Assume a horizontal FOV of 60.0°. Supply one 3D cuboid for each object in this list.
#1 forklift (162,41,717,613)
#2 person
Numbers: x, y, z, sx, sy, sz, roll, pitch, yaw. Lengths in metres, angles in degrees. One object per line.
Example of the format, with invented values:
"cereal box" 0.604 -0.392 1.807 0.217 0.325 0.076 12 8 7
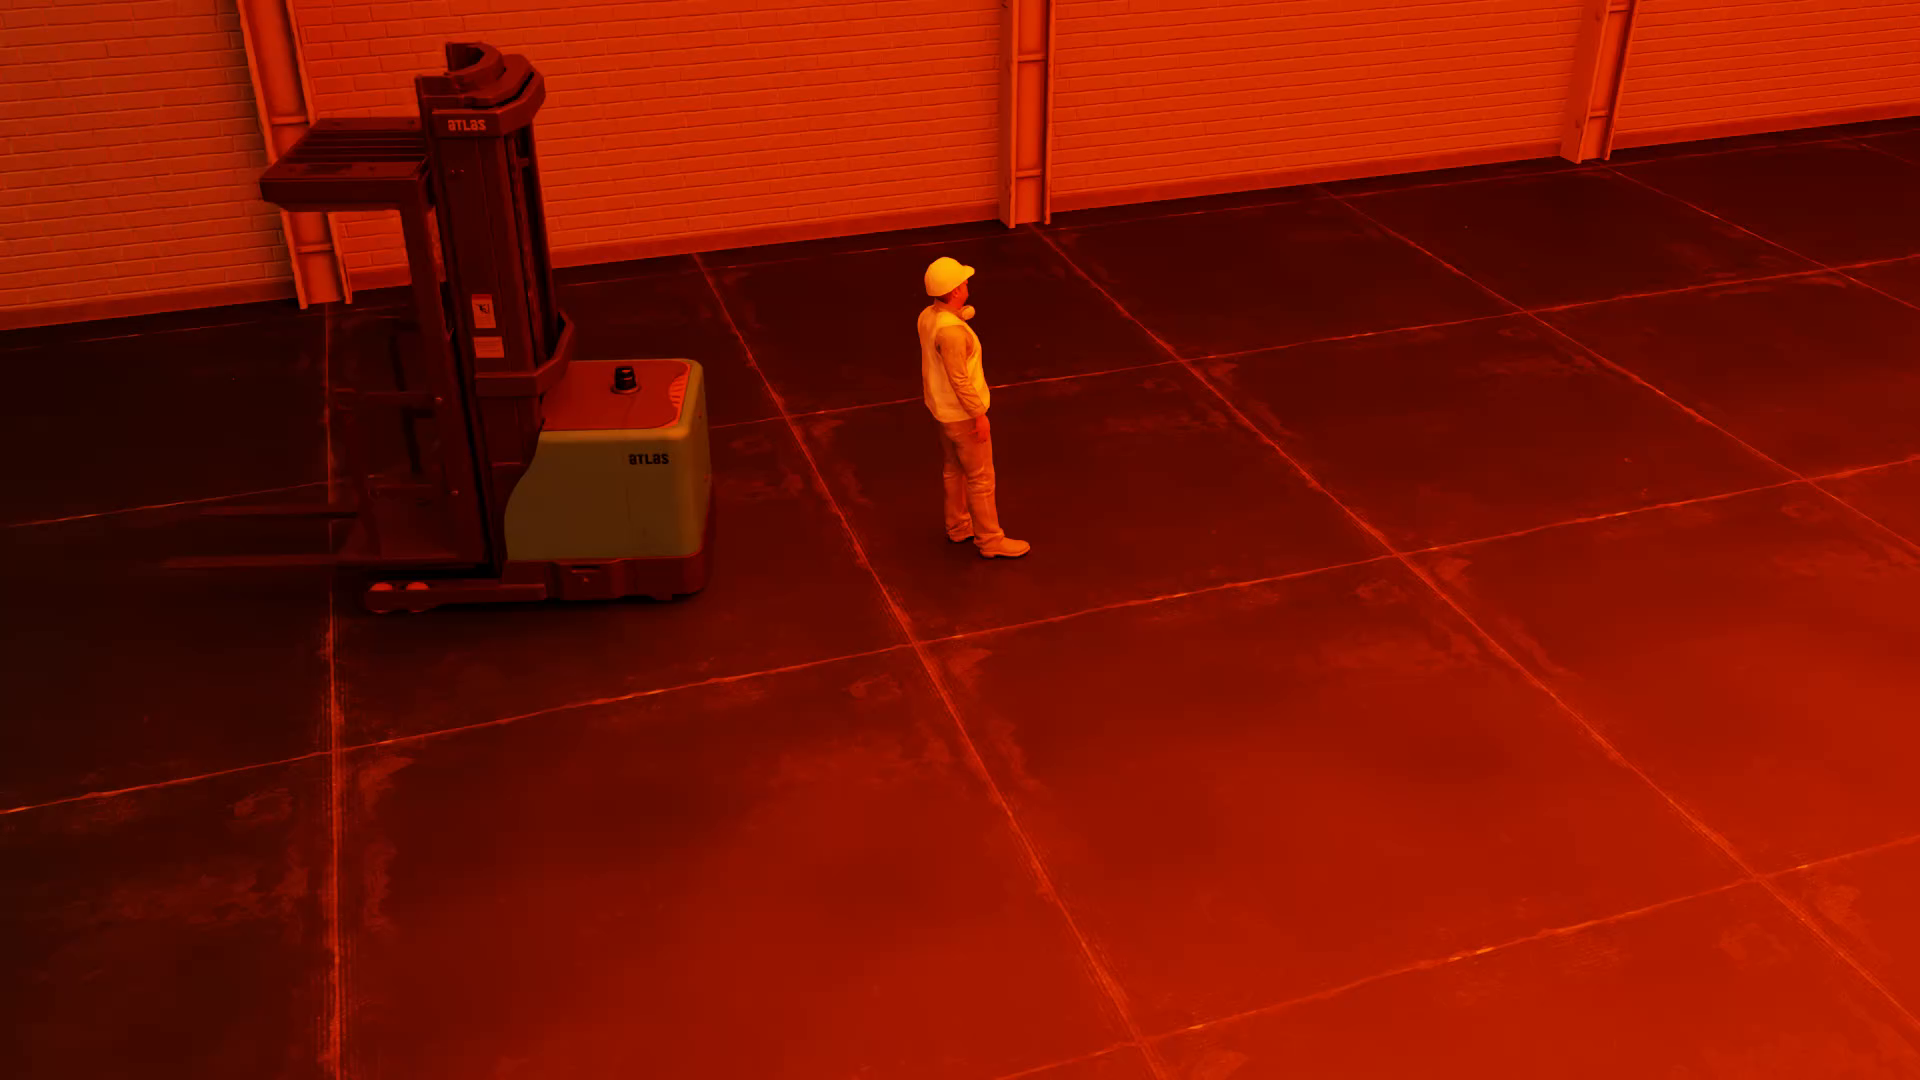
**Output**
"forklift" -2.979 -1.131 9.053 3.031 2.935 1.130 -1 30 -2
"person" 0.062 -0.782 9.591 0.566 1.775 0.633 -10 31 -16
